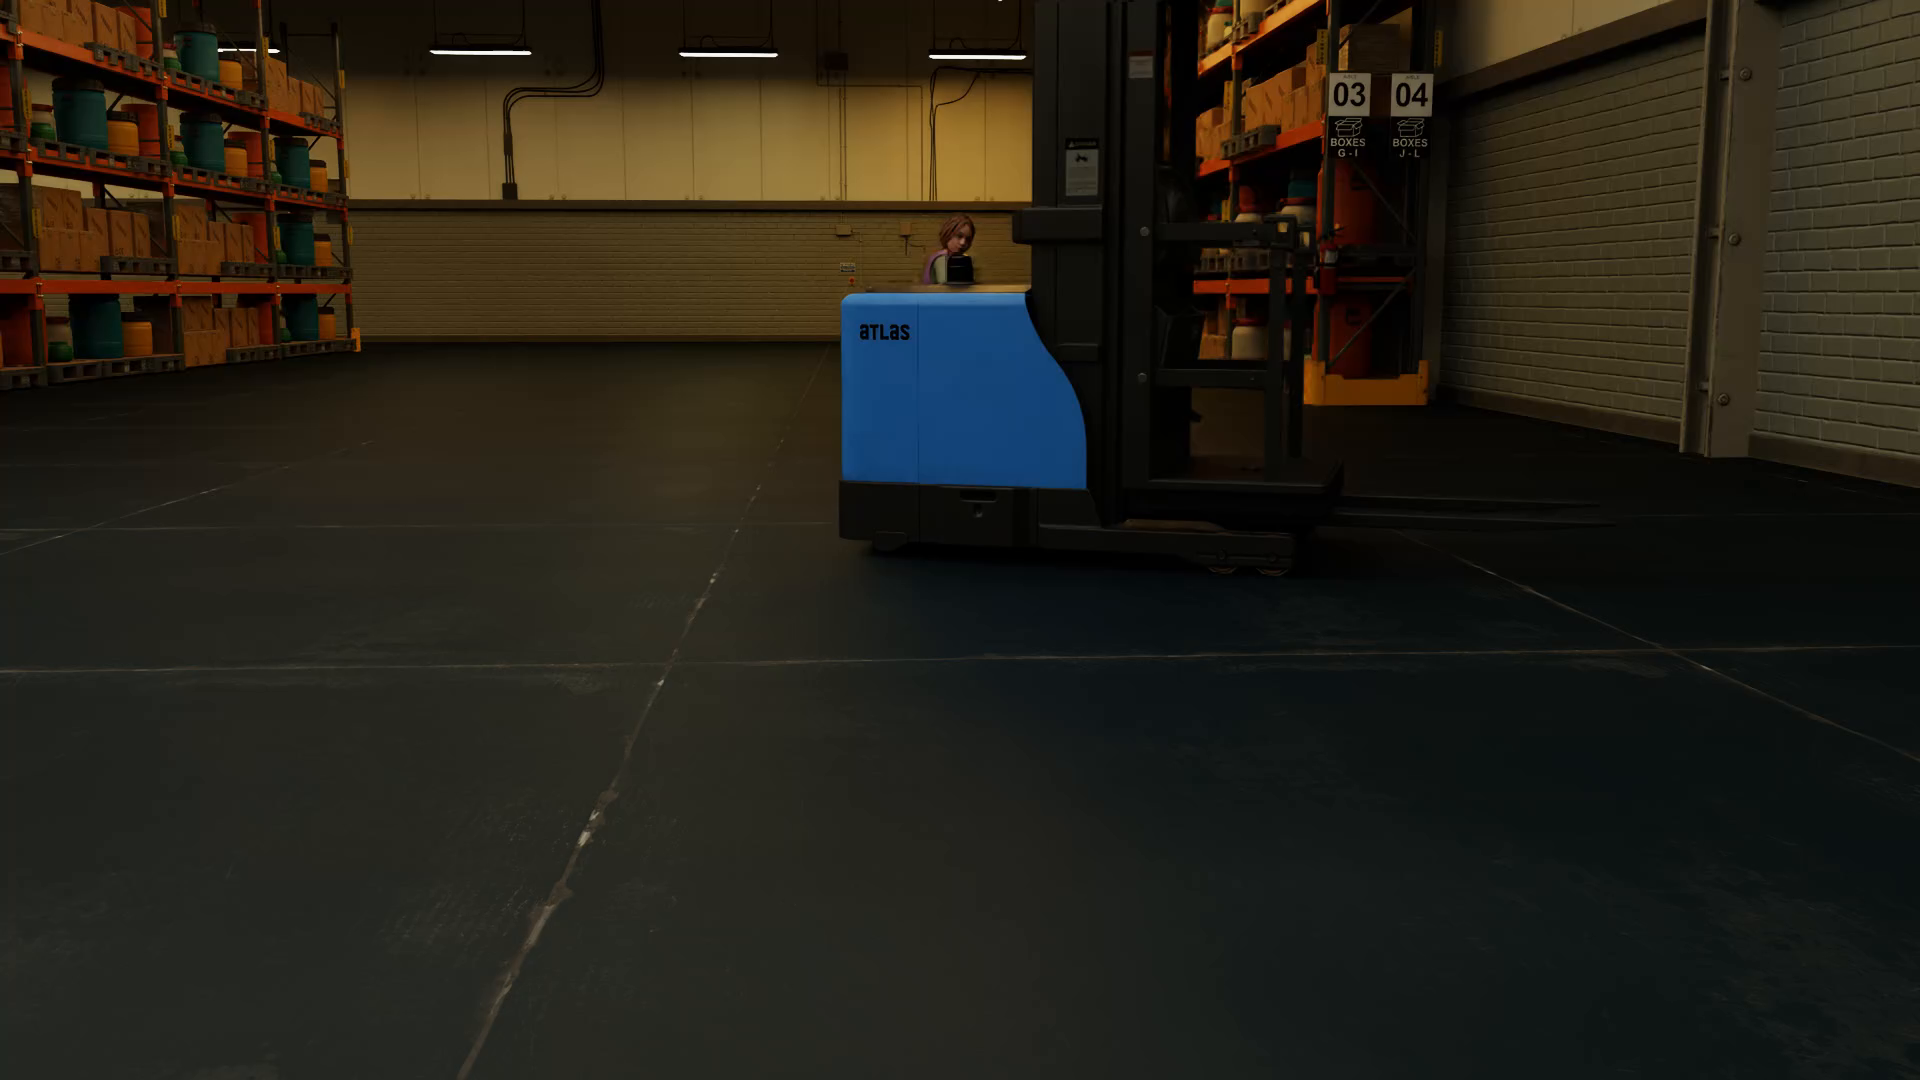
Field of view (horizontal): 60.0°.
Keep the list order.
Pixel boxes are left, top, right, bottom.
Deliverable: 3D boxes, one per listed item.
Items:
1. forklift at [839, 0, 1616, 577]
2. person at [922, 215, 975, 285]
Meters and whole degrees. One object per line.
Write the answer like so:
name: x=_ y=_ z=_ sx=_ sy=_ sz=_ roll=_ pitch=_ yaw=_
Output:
forklift: x=1.074 y=-1.395 z=6.728 sx=3.031 sy=2.935 sz=1.130 roll=2 pitch=9 yaw=16
person: x=0.035 y=-1.048 z=9.270 sx=0.672 sy=1.505 sz=0.694 roll=-3 pitch=9 yaw=-18
